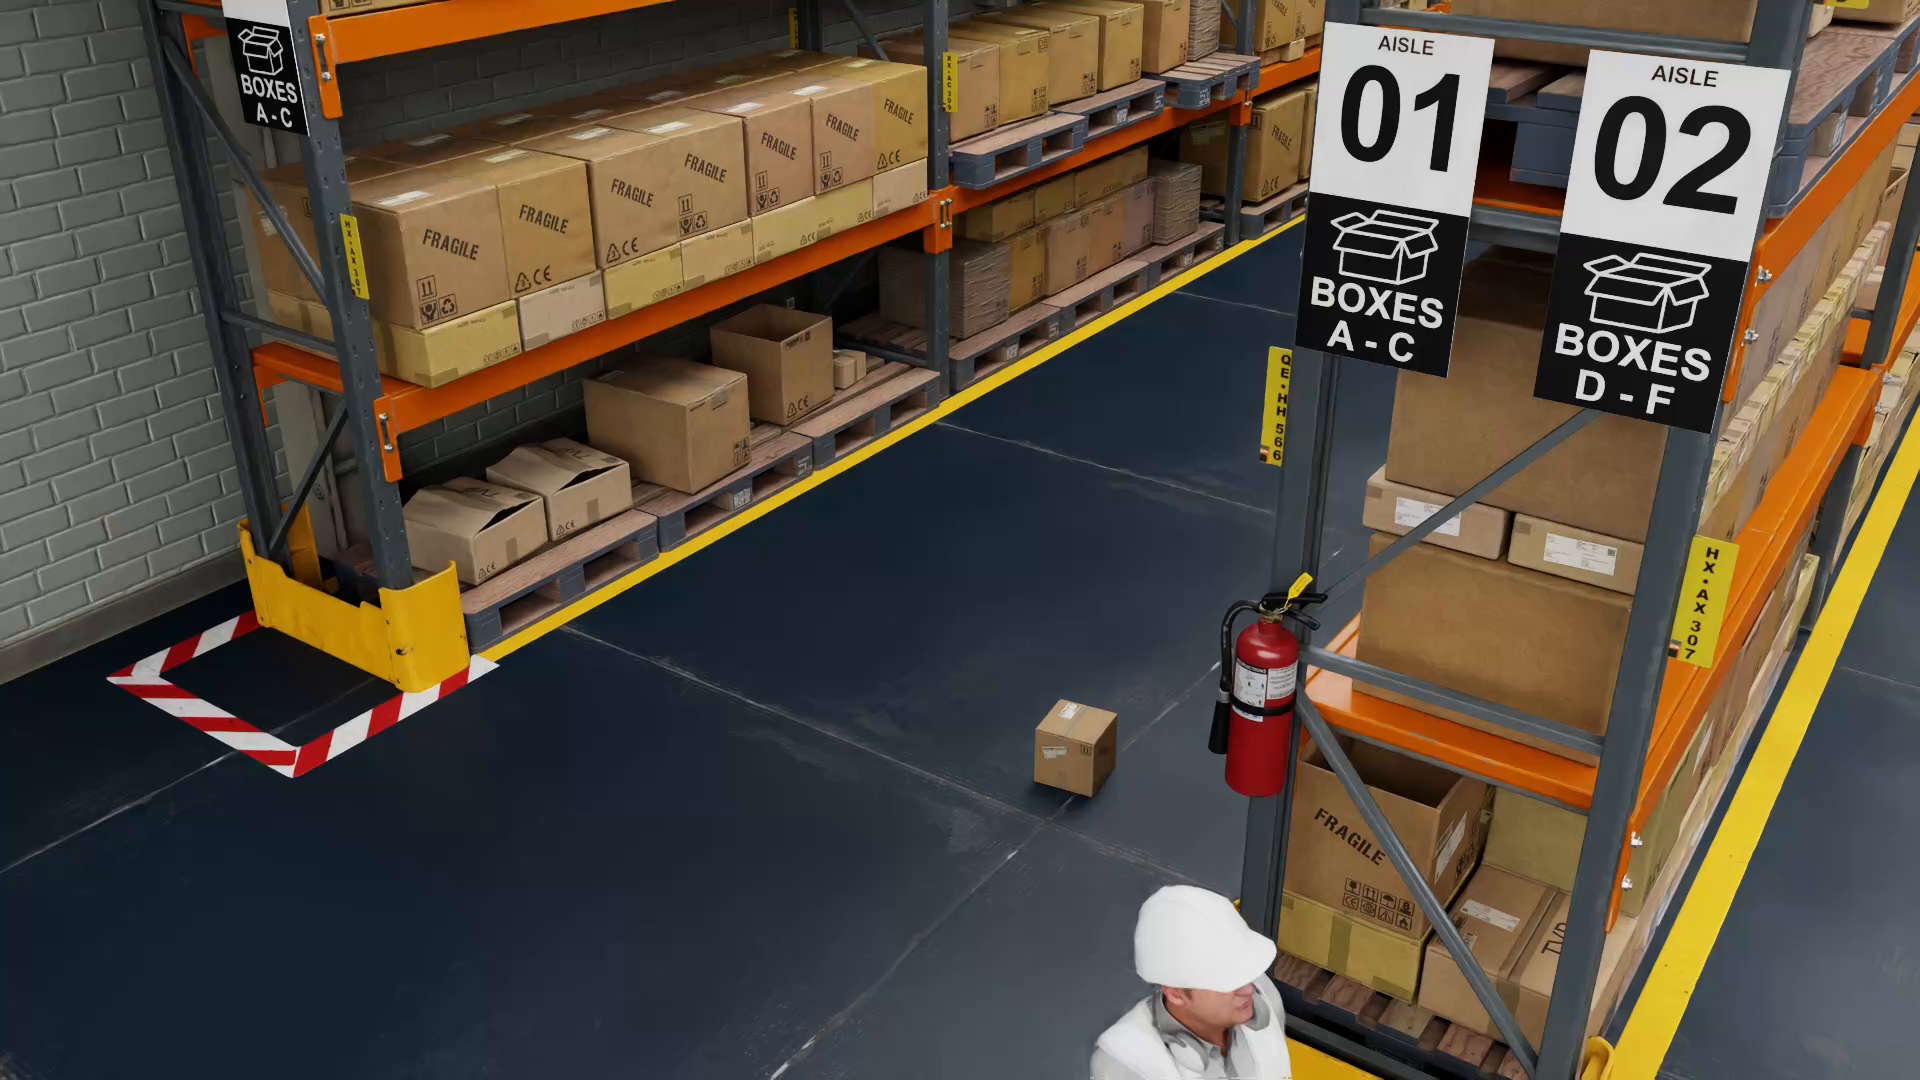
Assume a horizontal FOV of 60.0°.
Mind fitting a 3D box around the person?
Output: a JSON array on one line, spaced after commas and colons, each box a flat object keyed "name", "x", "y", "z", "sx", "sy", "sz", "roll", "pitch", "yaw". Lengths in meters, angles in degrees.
[{"name": "person", "x": 0.448, "y": 1.447, "z": 3.696, "sx": 0.543, "sy": 1.754, "sz": 0.680, "roll": -22, "pitch": 34, "yaw": -37}]
